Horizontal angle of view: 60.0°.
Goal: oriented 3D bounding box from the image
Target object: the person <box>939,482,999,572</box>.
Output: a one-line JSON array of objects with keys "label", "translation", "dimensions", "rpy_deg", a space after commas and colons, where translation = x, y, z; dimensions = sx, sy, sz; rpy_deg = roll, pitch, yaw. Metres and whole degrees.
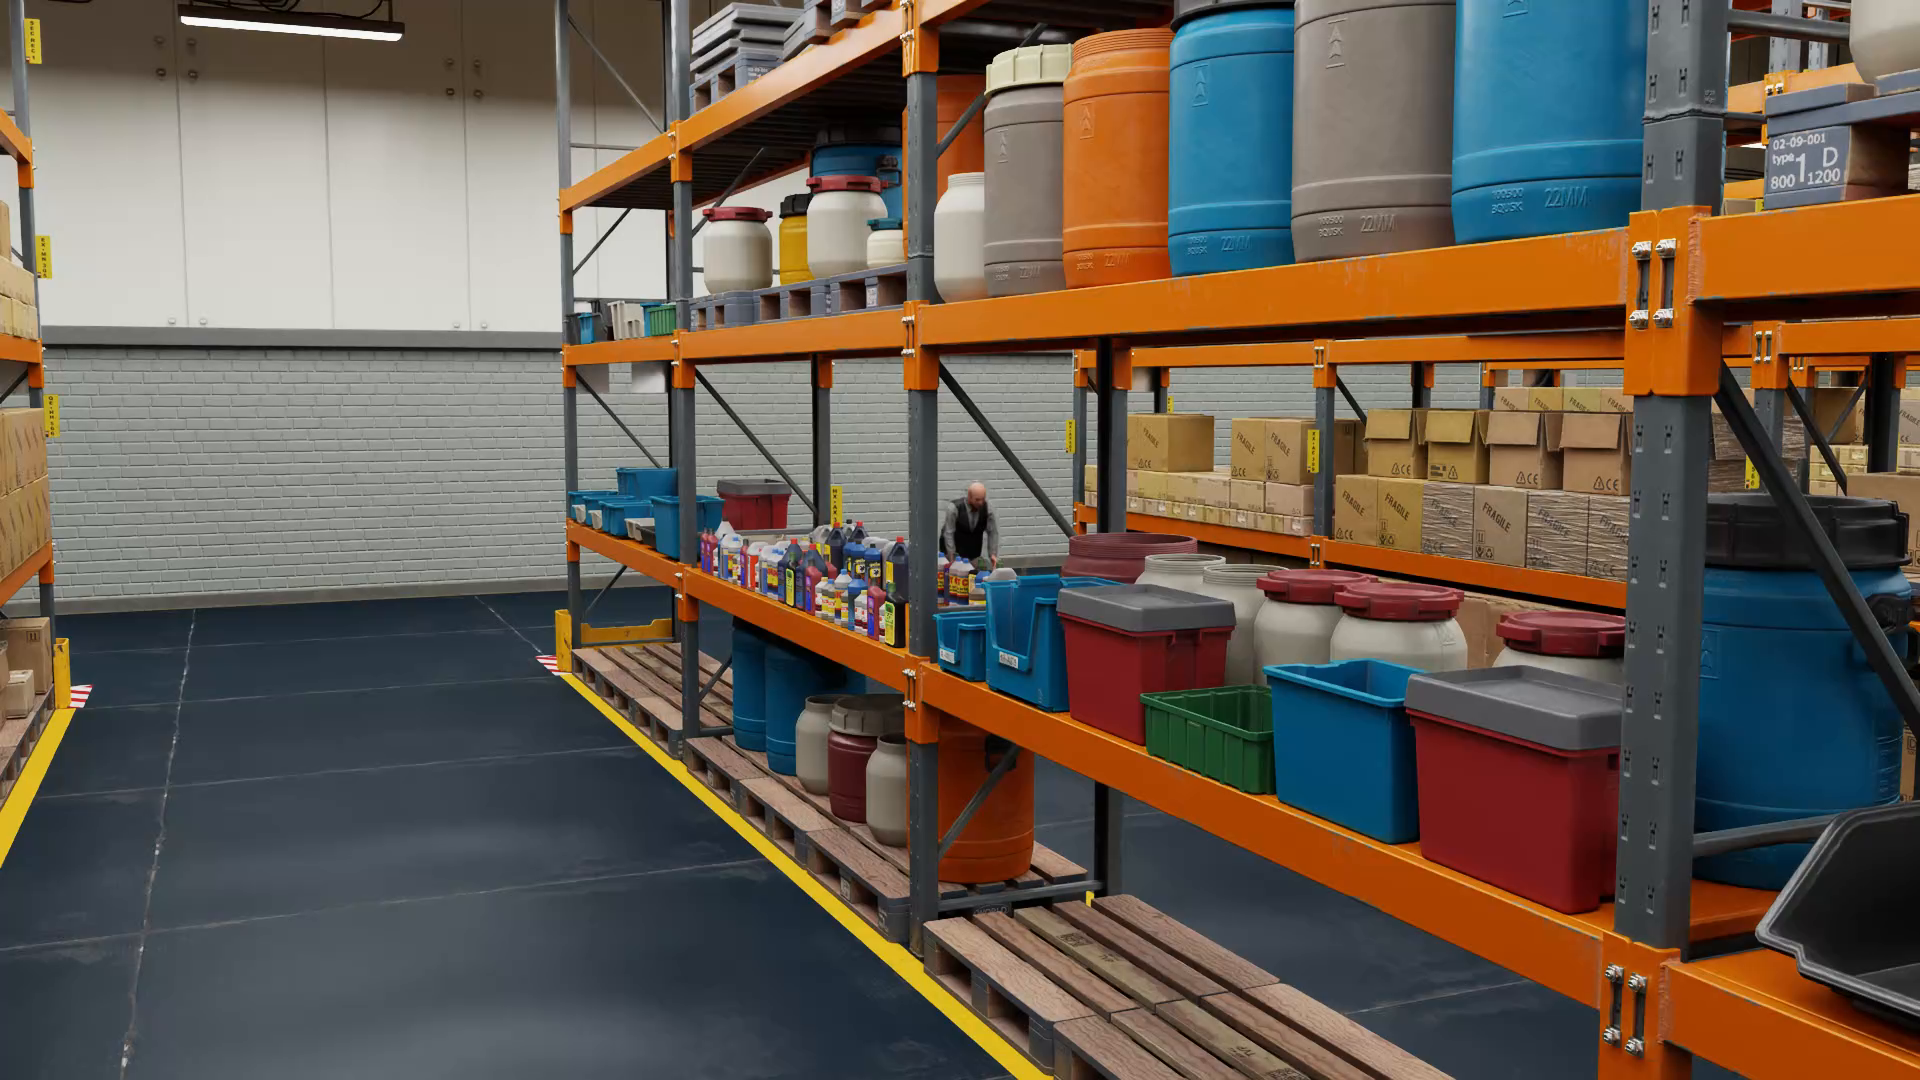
[{"label": "person", "translation": [0.084, 0.187, 16.421], "dimensions": [0.586, 1.538, 0.602], "rpy_deg": [-2, 6, -23]}]
